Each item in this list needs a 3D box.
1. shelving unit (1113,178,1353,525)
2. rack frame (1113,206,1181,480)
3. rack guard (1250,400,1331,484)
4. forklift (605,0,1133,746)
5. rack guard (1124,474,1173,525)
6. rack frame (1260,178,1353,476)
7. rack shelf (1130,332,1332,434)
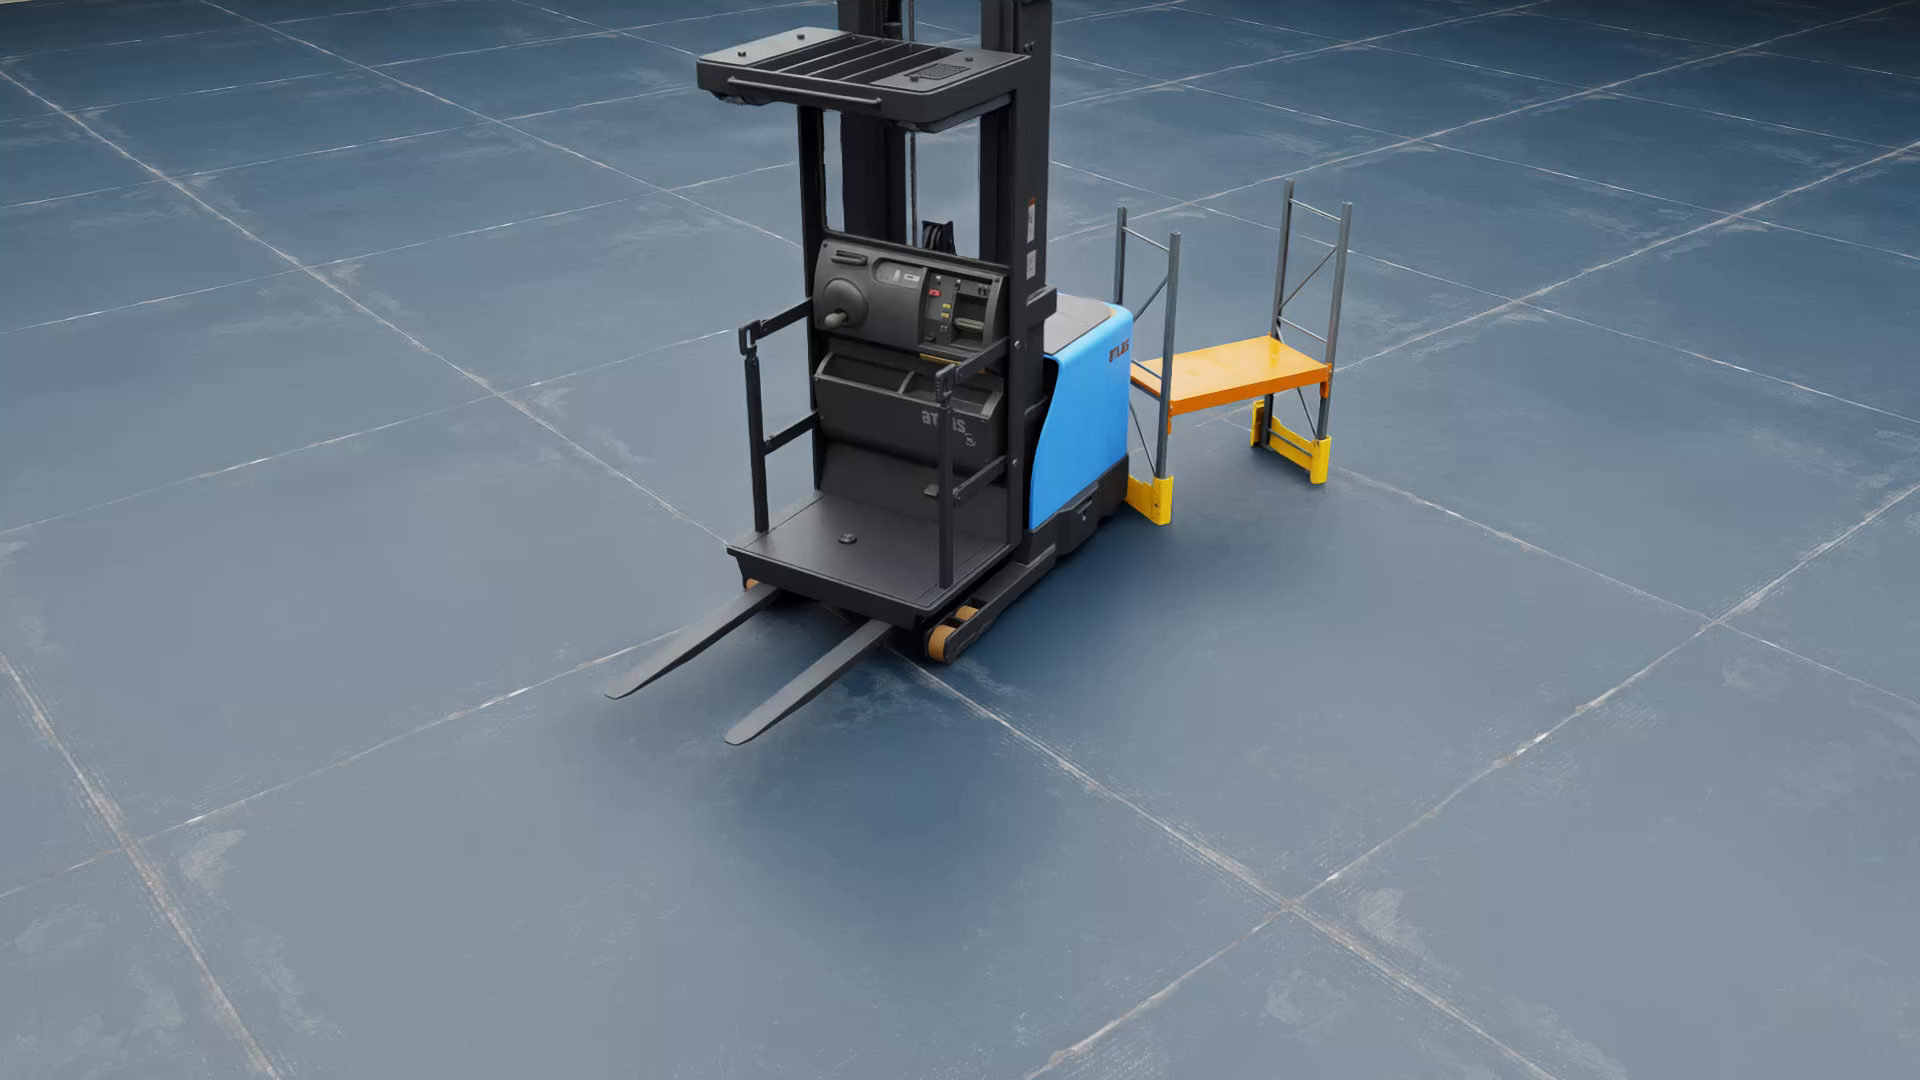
[{"bbox_3d":[1.340,-0.976,8.484,1.083,1.500,0.587,-14,31,-24],"label":"shelving unit"},{"bbox_3d":[0.898,-0.866,8.279,0.032,1.500,0.500,-14,31,-24],"label":"rack frame"},{"bbox_3d":[1.780,-0.534,8.984,0.087,0.250,0.587,-14,31,-24],"label":"rack guard"},{"bbox_3d":[-0.342,-1.006,7.022,1.130,2.935,3.031,16,32,28],"label":"forklift"},{"bbox_3d":[0.899,-0.315,8.574,0.087,0.250,0.587,-14,31,-24],"label":"rack guard"},{"bbox_3d":[1.797,-1.090,8.698,0.032,1.500,0.500,-14,31,-24],"label":"rack frame"},{"bbox_3d":[1.348,-0.819,8.573,1.000,0.185,0.538,-14,31,-24],"label":"rack shelf"}]
